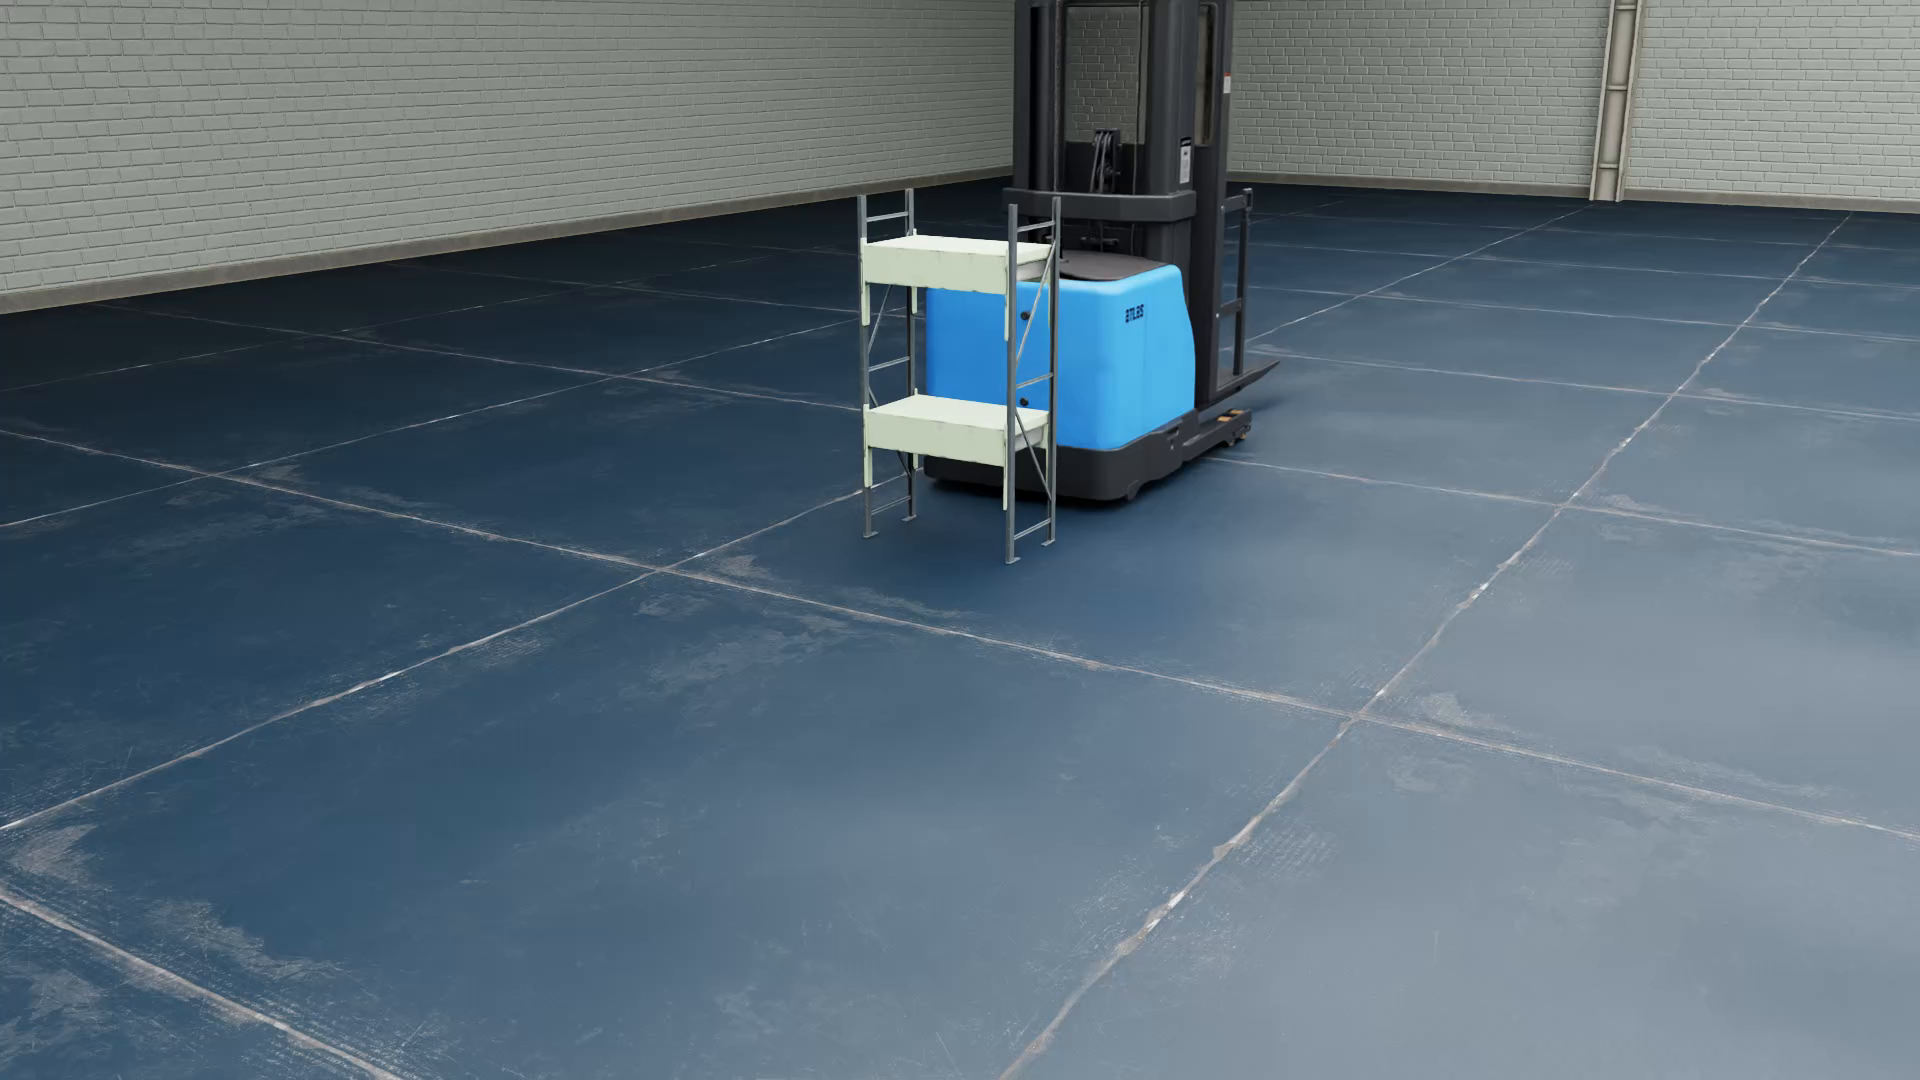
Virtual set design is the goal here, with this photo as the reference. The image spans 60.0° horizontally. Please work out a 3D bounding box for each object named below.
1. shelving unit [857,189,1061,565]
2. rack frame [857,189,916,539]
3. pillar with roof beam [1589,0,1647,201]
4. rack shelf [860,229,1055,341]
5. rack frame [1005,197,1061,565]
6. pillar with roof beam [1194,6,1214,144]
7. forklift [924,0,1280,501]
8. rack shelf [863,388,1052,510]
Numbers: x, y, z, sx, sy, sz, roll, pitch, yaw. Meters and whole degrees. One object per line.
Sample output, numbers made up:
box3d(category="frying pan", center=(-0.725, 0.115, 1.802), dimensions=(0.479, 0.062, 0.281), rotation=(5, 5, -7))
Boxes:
box3d(category="shelving unit", center=(-0.006, -0.719, 7.167), dimensions=(0.755, 1.500, 0.431), rotation=(10, 20, 30))
box3d(category="rack frame", center=(-0.318, -0.774, 7.350), dimensions=(0.023, 1.500, 0.400), rotation=(10, 20, 30))
box3d(category="pillar with roof beam", center=(6.533, -7.864, 17.789), dimensions=(0.400, 9.000, 9.100), rotation=(10, 20, 30))
box3d(category="rack shelf", center=(-0.006, -1.092, 7.053), dimensions=(0.720, 0.370, 0.431), rotation=(10, 20, 30))
box3d(category="rack frame", center=(0.306, -0.663, 6.983), dimensions=(0.023, 1.500, 0.400), rotation=(10, 20, 30))
box3d(category="pillar with roof beam", center=(1.420, -8.777, 20.793), dimensions=(0.400, 9.000, 9.100), rotation=(10, 20, 30))
box3d(category="forklift", center=(0.966, -1.965, 8.808), dimensions=(1.130, 2.935, 3.031), rotation=(9, 19, 27))
box3d(category="rack shelf", center=(-0.006, -0.407, 7.261), dimensions=(0.720, 0.370, 0.431), rotation=(10, 20, 30))
